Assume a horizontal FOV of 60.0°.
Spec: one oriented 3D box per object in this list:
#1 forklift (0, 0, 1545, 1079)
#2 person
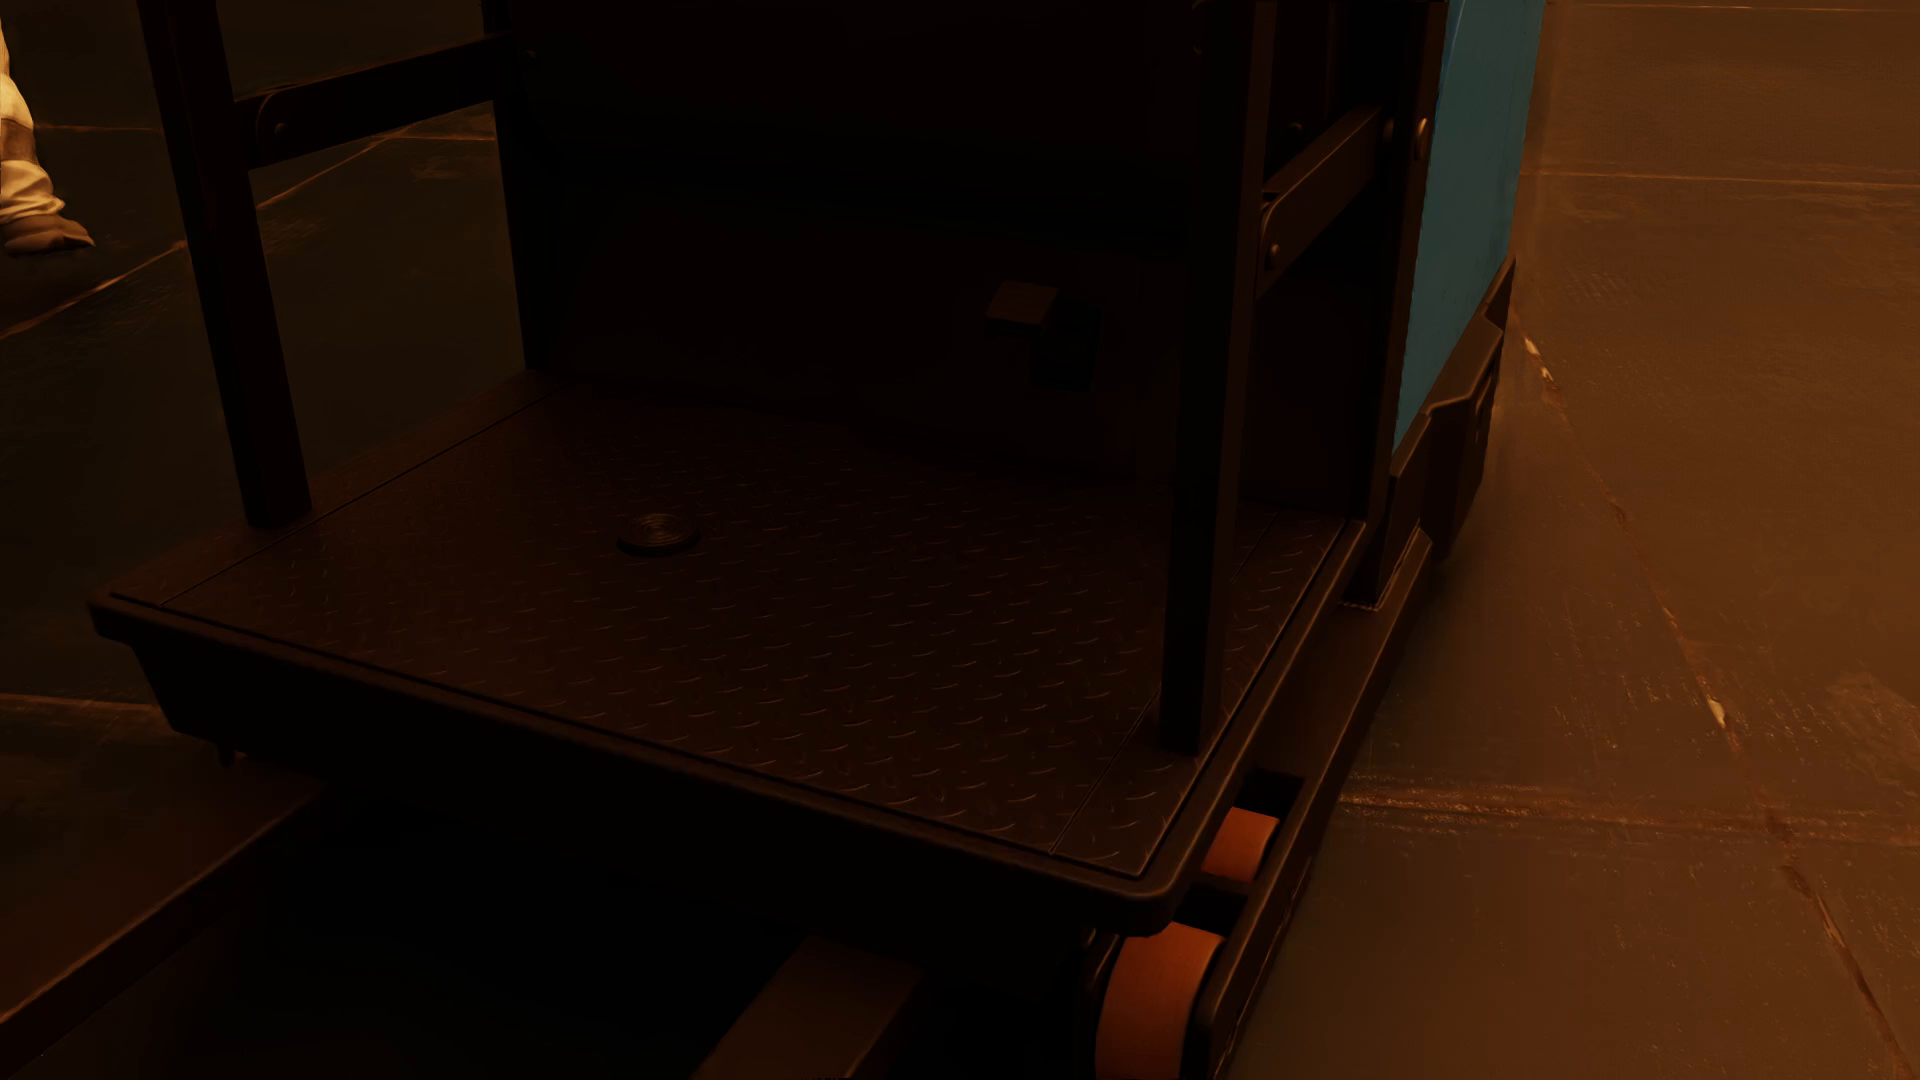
[{"bbox_3d":[-0.152,-1.027,1.276,1.130,2.935,3.031,12,29,22],"label":"forklift"},{"bbox_3d":[-2.274,-1.121,3.119,0.898,1.540,0.777,-6,27,-11],"label":"person"}]
